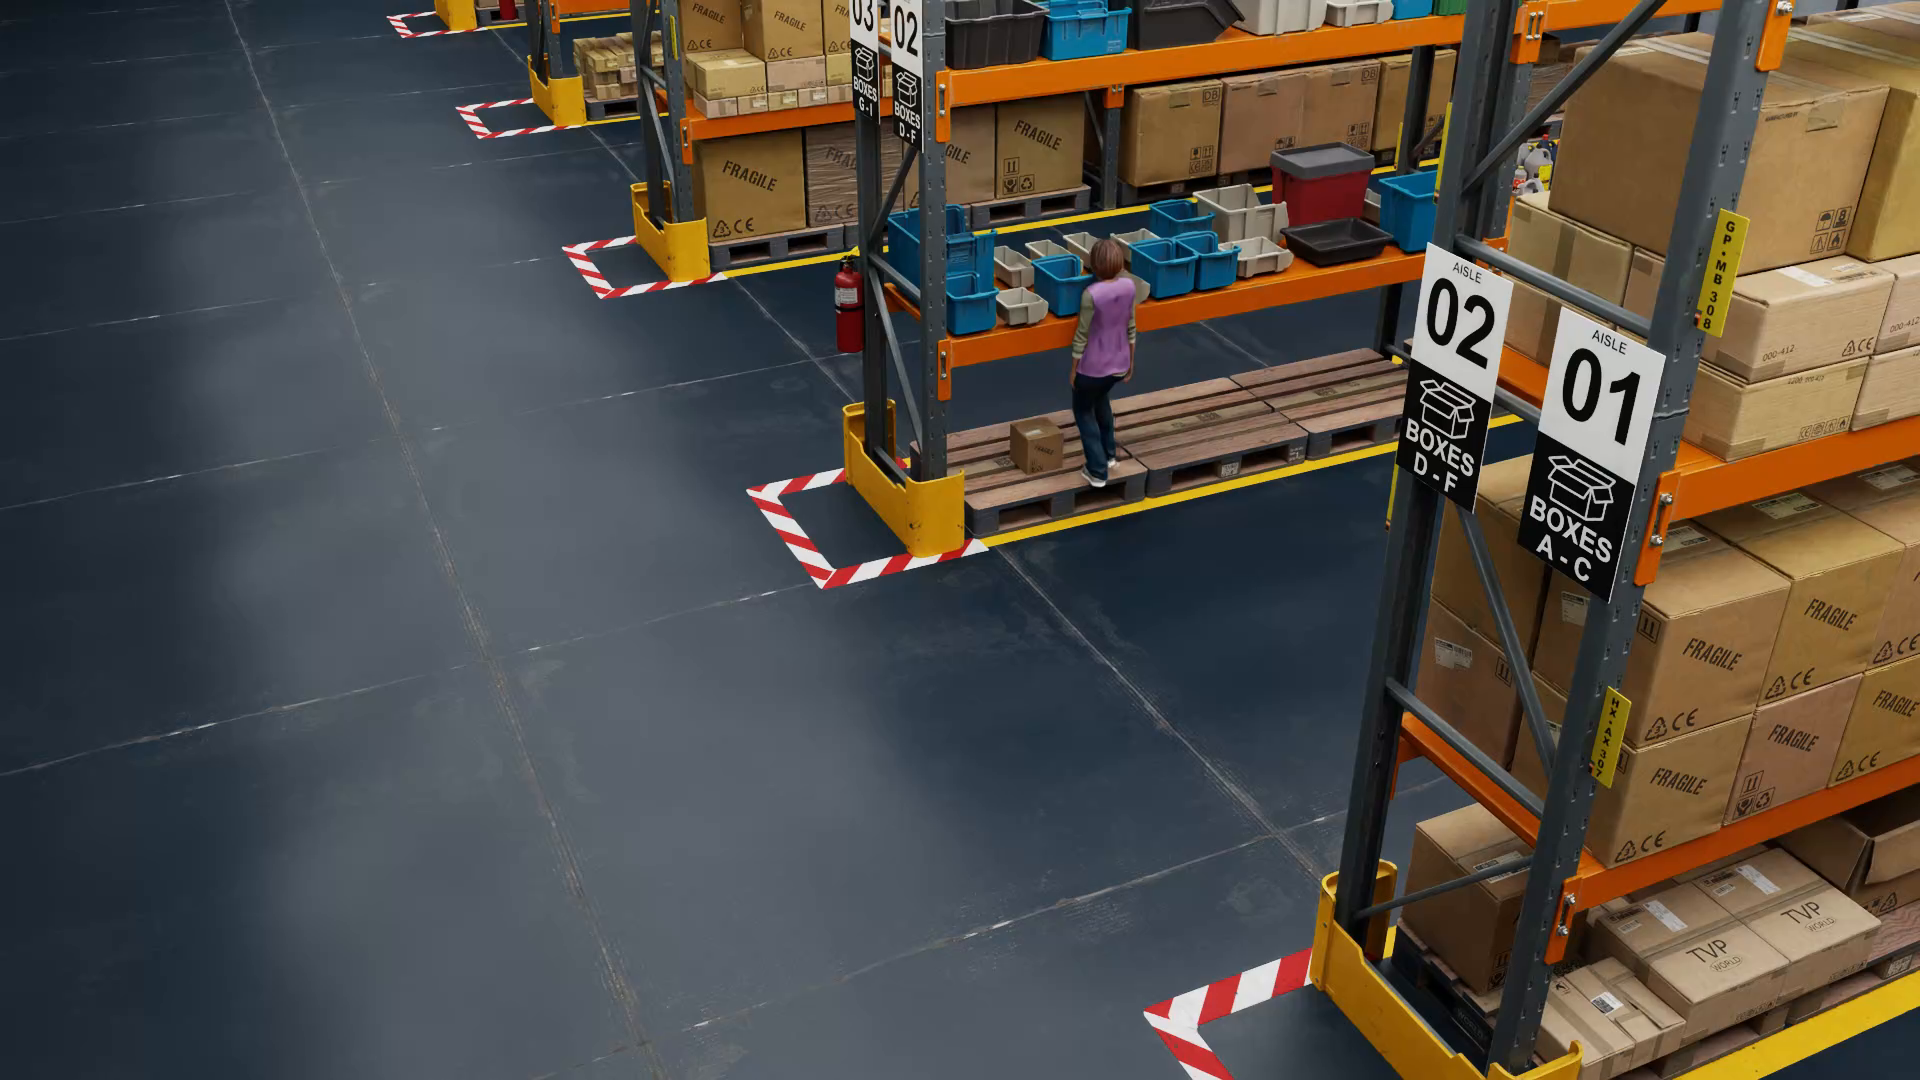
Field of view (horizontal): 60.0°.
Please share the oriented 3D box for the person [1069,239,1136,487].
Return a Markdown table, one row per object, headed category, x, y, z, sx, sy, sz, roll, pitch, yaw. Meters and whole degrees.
| category | x | y | z | sx | sy | sz | roll | pitch | yaw |
| --- | --- | --- | --- | --- | --- | --- | --- | --- | --- |
| person | 0.805 | -1.023 | 9.969 | 0.444 | 1.461 | 0.486 | -17 | 34 | -27 |
